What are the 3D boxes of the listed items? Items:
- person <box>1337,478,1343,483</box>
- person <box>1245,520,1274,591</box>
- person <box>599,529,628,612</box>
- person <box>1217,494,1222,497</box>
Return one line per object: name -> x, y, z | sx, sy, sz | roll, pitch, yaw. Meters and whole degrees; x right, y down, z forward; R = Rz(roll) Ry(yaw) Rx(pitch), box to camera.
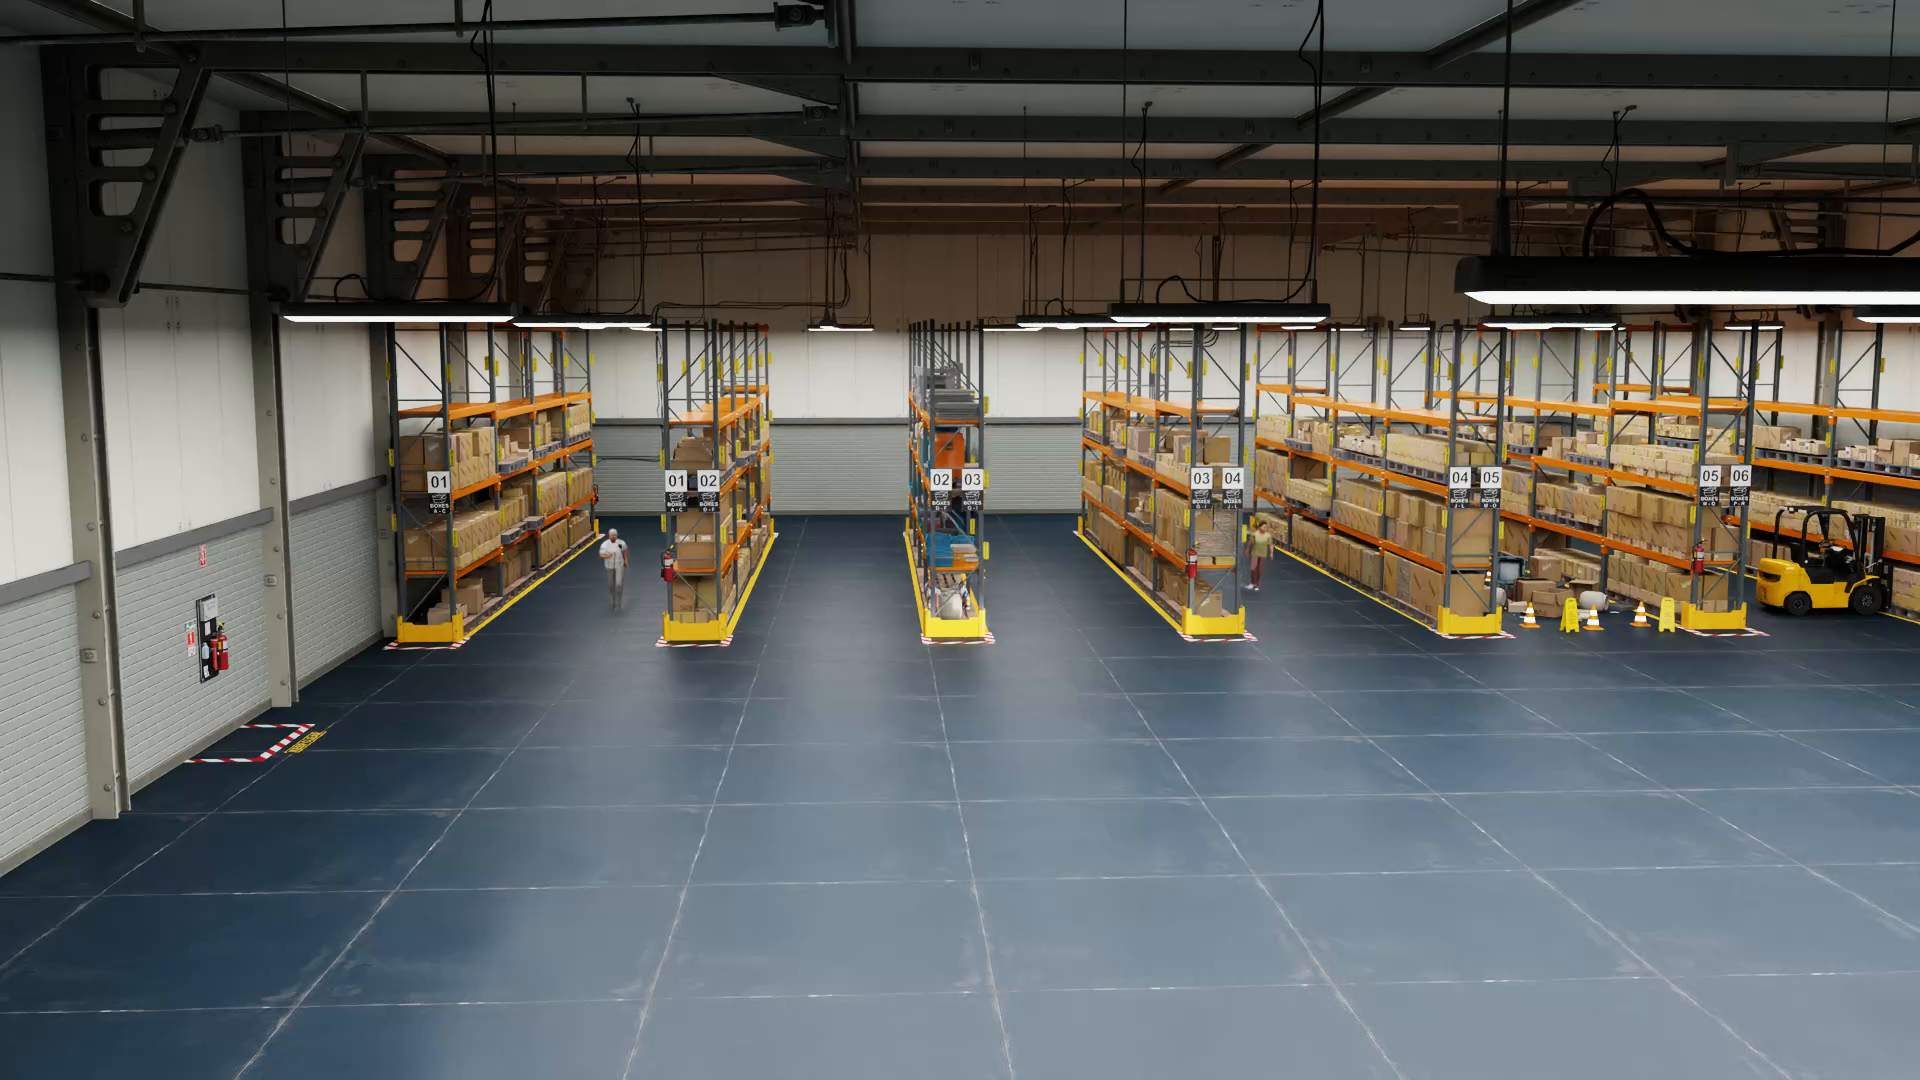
person -> 10.693, -0.868, 46.515 | 0.659, 1.727, 0.539 | -1, 7, -5
person -> 6.657, 0.354, 36.932 | 0.576, 1.621, 0.639 | 0, 7, 1
person -> -7.226, 0.606, 34.734 | 0.554, 1.712, 0.856 | -1, 7, -5
person -> 7.578, -1.103, 48.317 | 0.672, 1.761, 0.689 | 2, 7, 13
